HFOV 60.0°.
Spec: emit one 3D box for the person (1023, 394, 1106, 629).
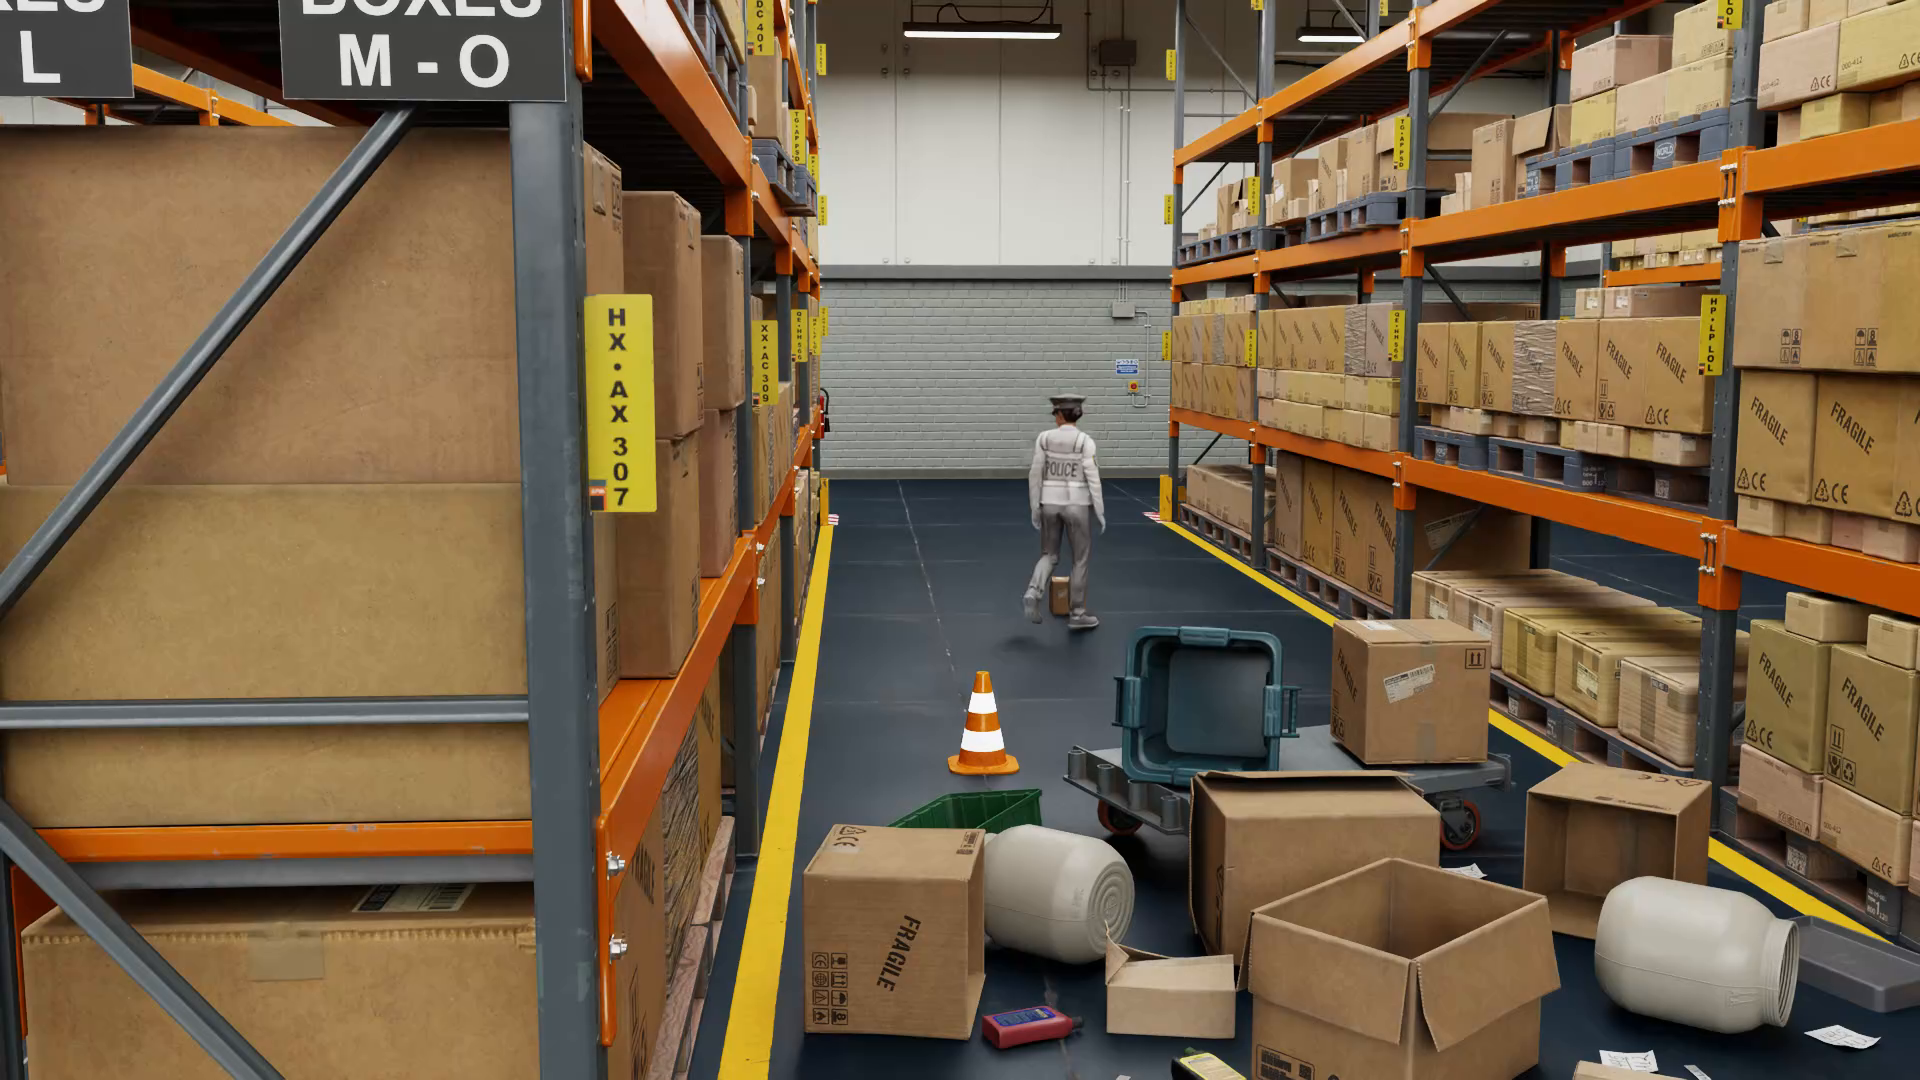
[{"bbox_3d":[0.729,-0.193,11.669,0.538,1.659,0.565,4,8,30],"label":"person"}]
